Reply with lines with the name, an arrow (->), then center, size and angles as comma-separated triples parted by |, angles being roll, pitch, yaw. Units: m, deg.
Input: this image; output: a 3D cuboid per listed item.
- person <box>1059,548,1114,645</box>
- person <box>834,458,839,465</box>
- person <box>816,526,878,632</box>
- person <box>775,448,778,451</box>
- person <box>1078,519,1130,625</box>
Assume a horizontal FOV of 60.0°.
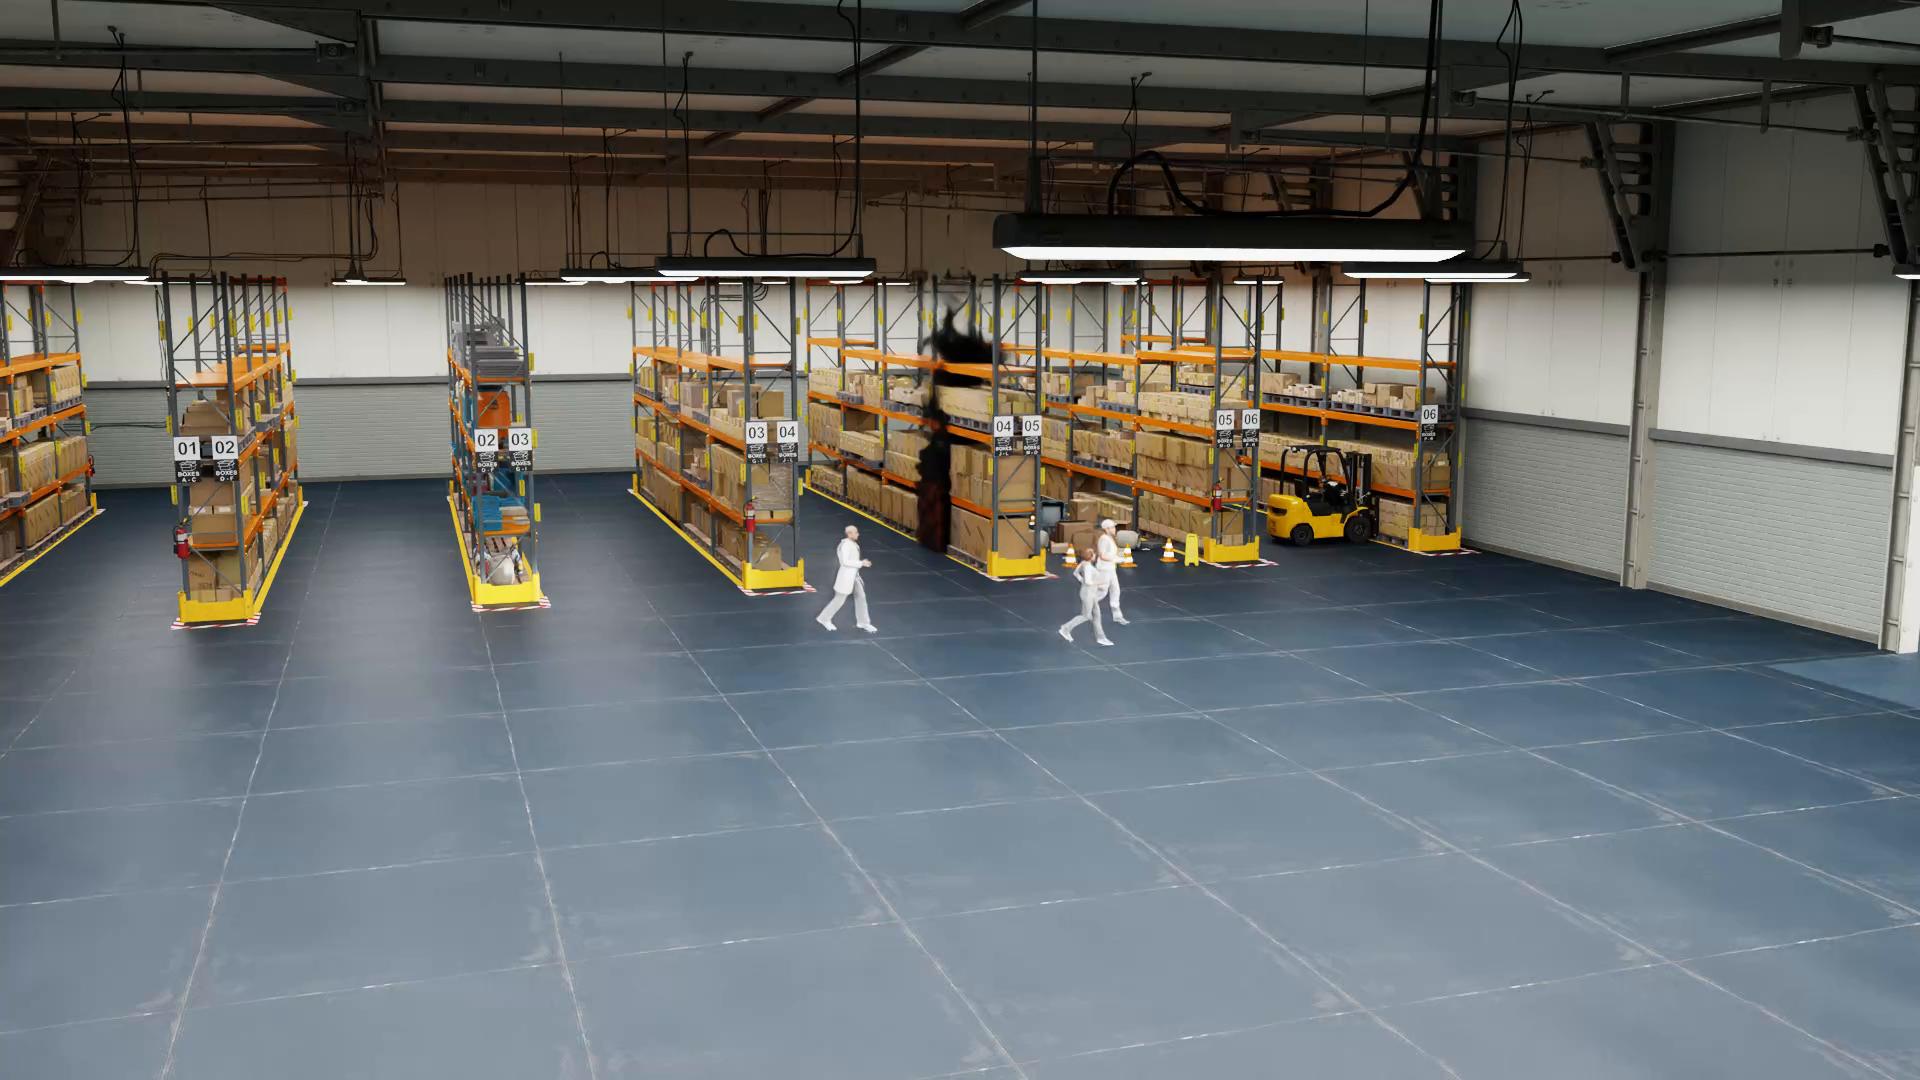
person -> 2.035, 0.913, 26.659 | 0.879, 1.597, 0.540 | 0, 9, 3
person -> -3.615, -2.623, 49.809 | 0.818, 1.693, 0.582 | 5, 10, 28
person -> -1.901, 0.655, 27.772 | 1.017, 1.802, 0.660 | 2, 9, 14
person -> -5.569, -2.276, 47.729 | 0.646, 1.659, 0.666 | 2, 9, 13
person -> 2.489, 0.542, 28.522 | 0.883, 1.807, 0.682 | 3, 9, 18
